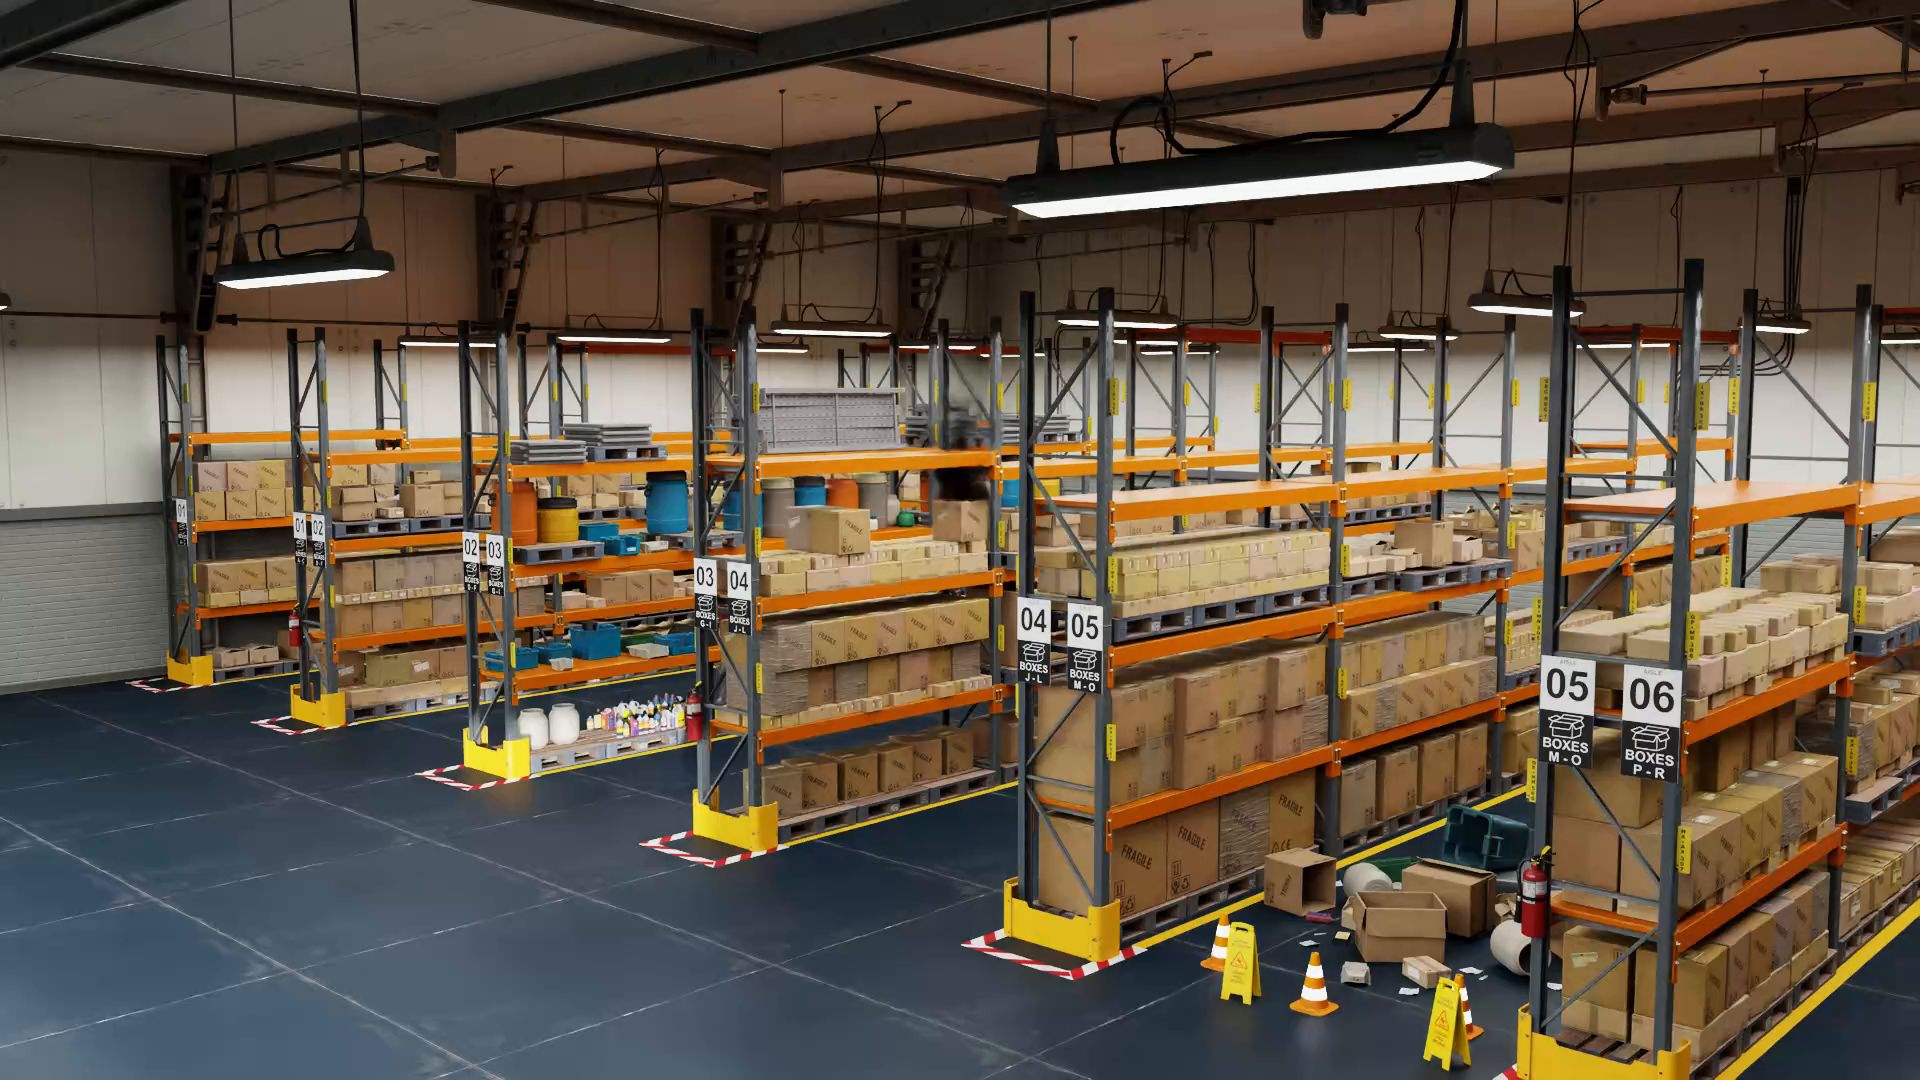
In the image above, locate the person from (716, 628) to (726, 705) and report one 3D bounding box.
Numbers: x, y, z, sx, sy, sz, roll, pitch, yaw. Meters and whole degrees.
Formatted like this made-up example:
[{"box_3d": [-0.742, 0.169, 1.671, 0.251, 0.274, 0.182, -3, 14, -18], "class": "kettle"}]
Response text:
[{"box_3d": [-3.739, 1.861, 26.995, 0.542, 1.574, 0.694, 4, 7, 38], "class": "person"}]
